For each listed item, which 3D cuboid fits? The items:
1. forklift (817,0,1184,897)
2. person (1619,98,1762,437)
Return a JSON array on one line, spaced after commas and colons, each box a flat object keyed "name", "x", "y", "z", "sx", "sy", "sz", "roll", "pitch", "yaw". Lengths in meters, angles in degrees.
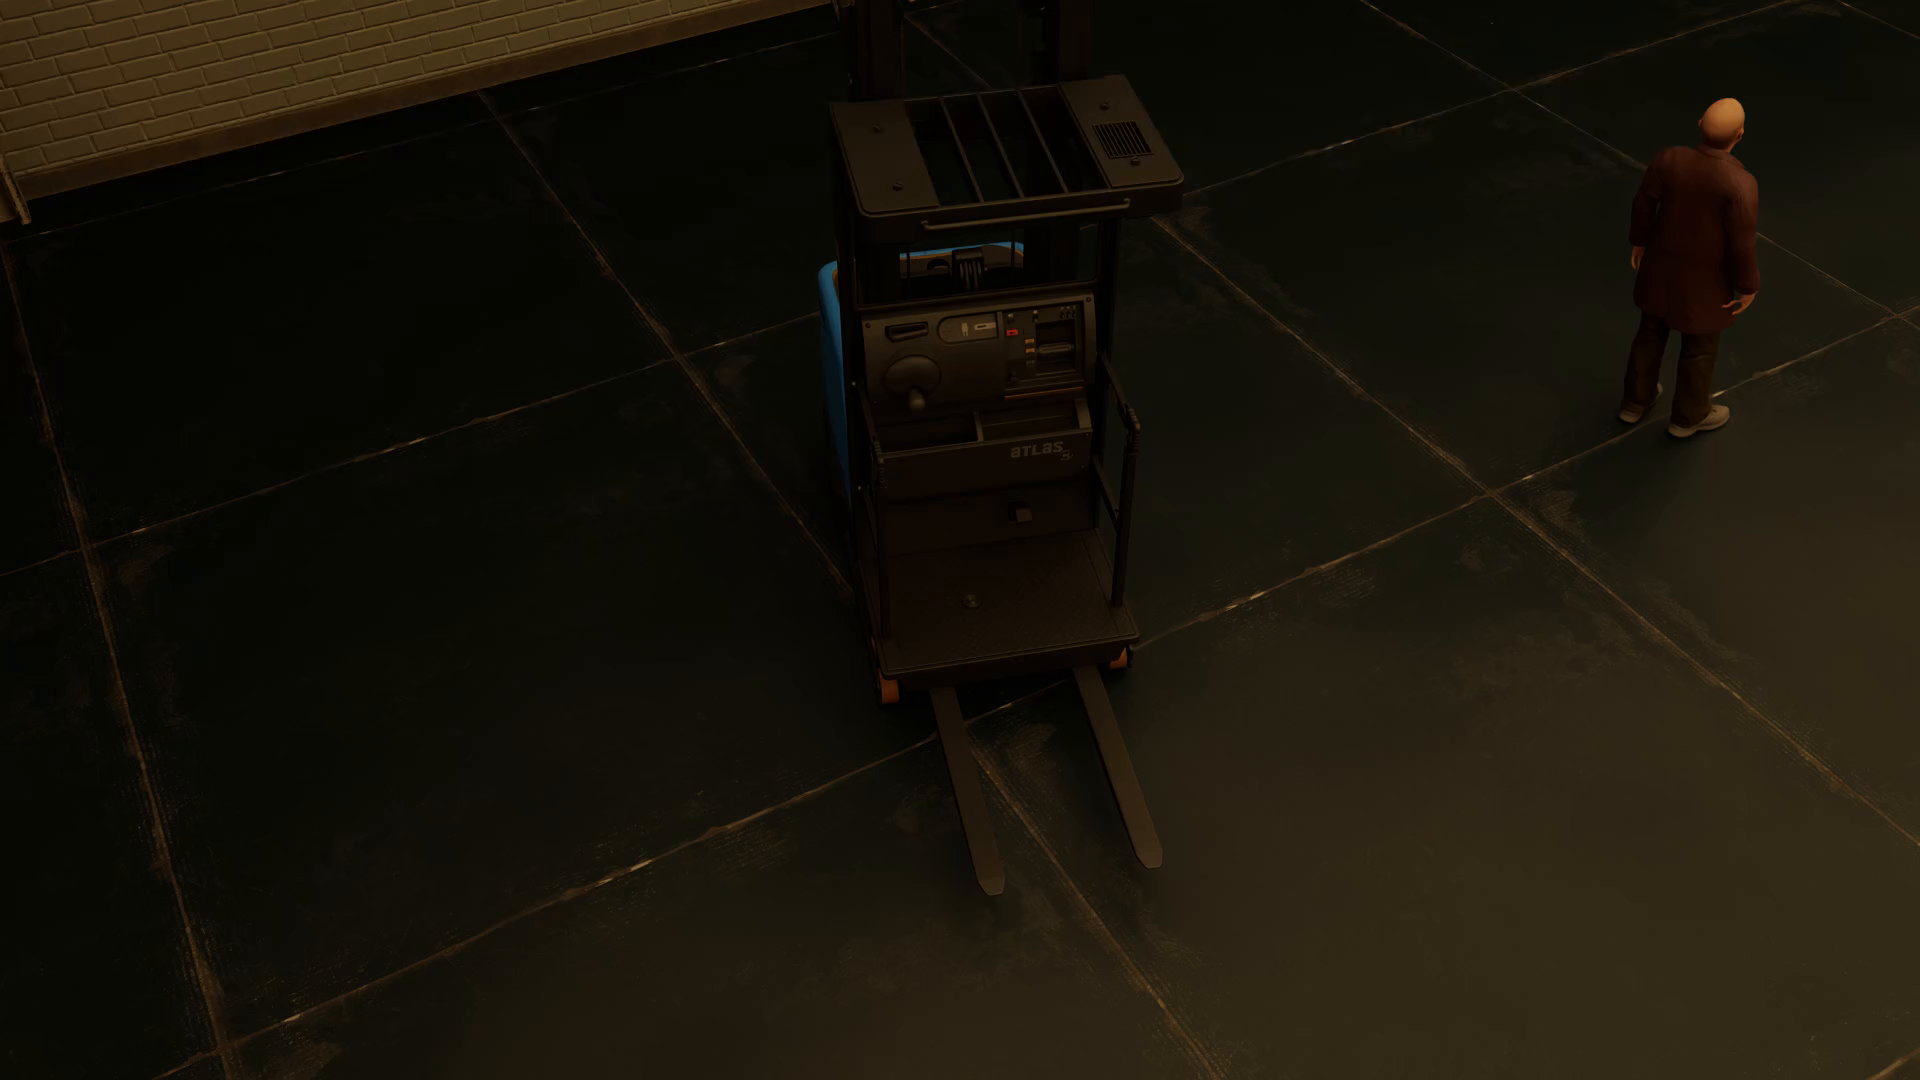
[{"name": "forklift", "x": 0.125, "y": -0.655, "z": 6.404, "sx": 1.130, "sy": 2.935, "sz": 3.031, "roll": -8, "pitch": 43, "yaw": -8}, {"name": "person", "x": 3.536, "y": -1.318, "z": 7.960, "sx": 0.572, "sy": 1.780, "sz": 0.693, "roll": -27, "pitch": 49, "yaw": -26}]
